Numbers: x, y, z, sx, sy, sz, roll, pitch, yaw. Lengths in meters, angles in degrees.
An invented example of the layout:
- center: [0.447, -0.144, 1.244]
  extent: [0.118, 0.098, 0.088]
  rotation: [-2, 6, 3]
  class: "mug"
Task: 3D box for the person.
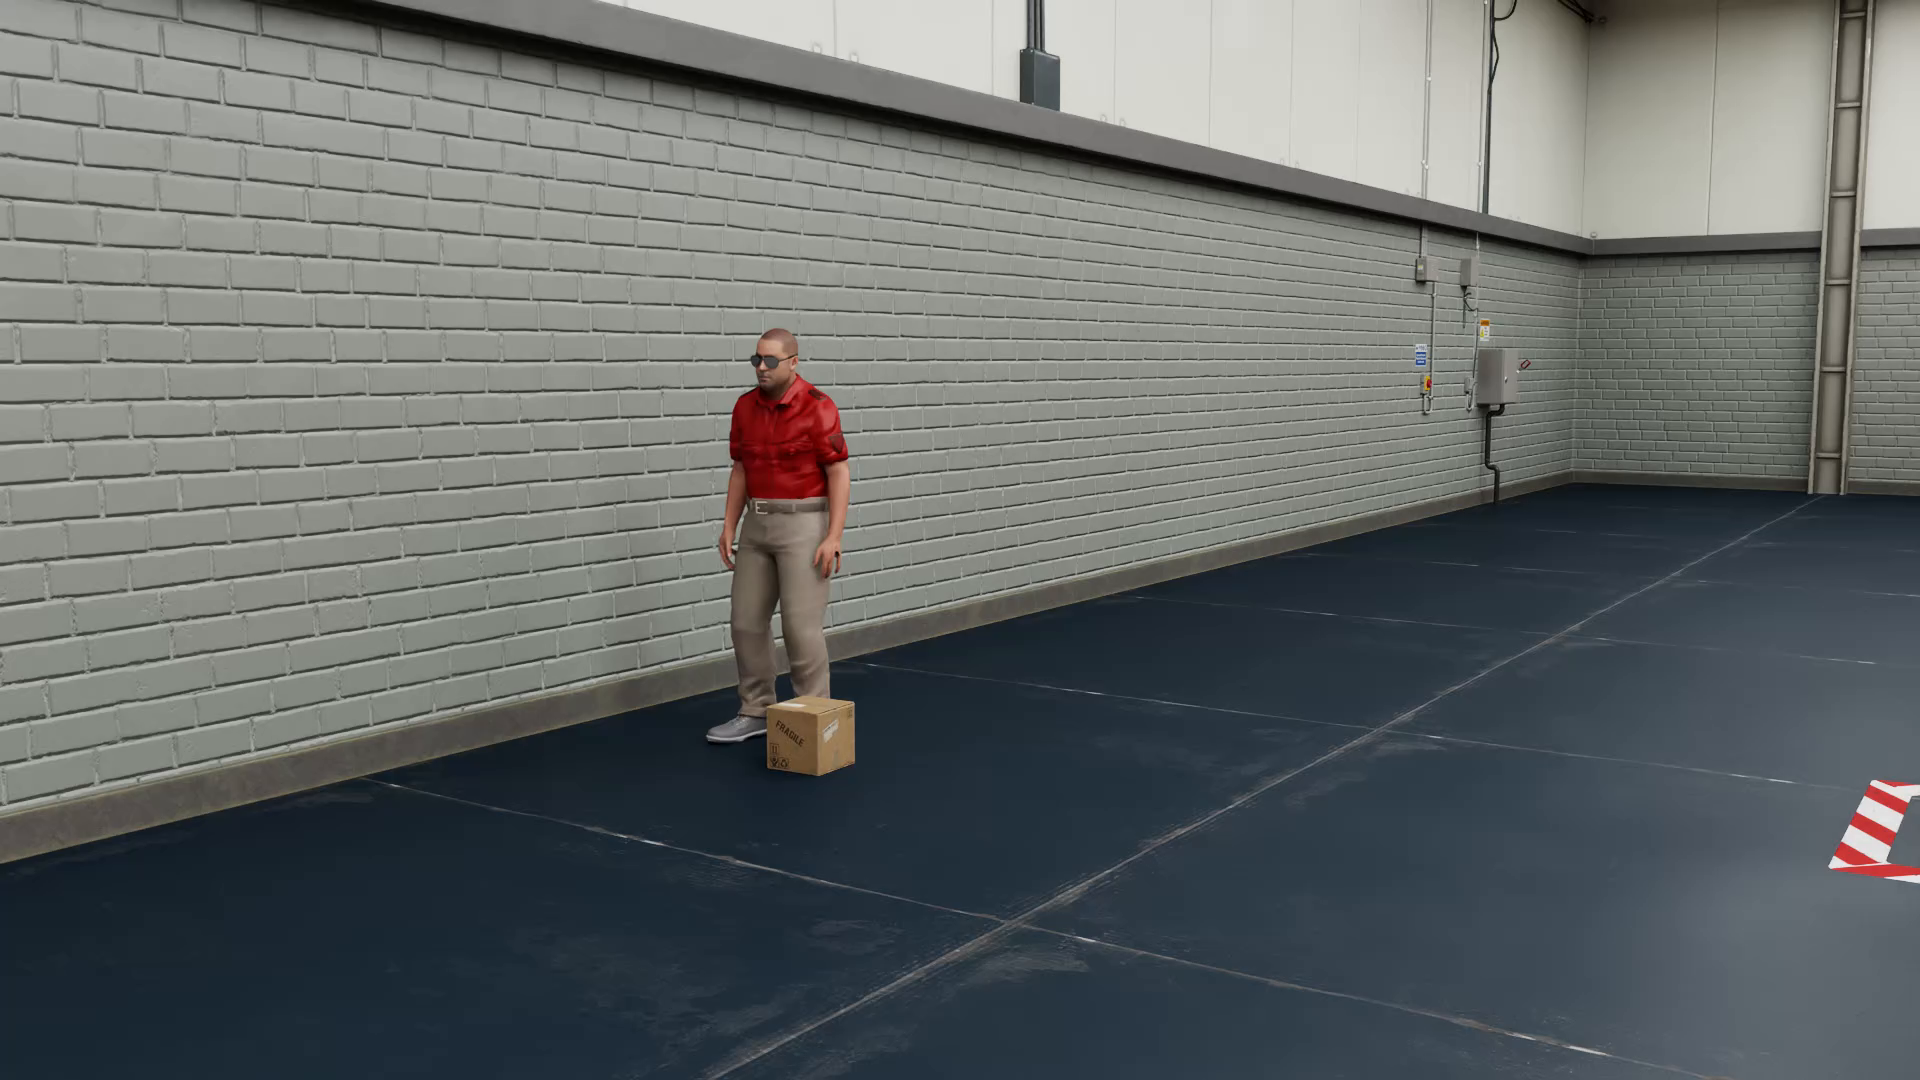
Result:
- center: [-0.738, -0.006, 6.891]
  extent: [0.606, 1.727, 0.389]
  rotation: [4, 7, 30]
  class: "person"
